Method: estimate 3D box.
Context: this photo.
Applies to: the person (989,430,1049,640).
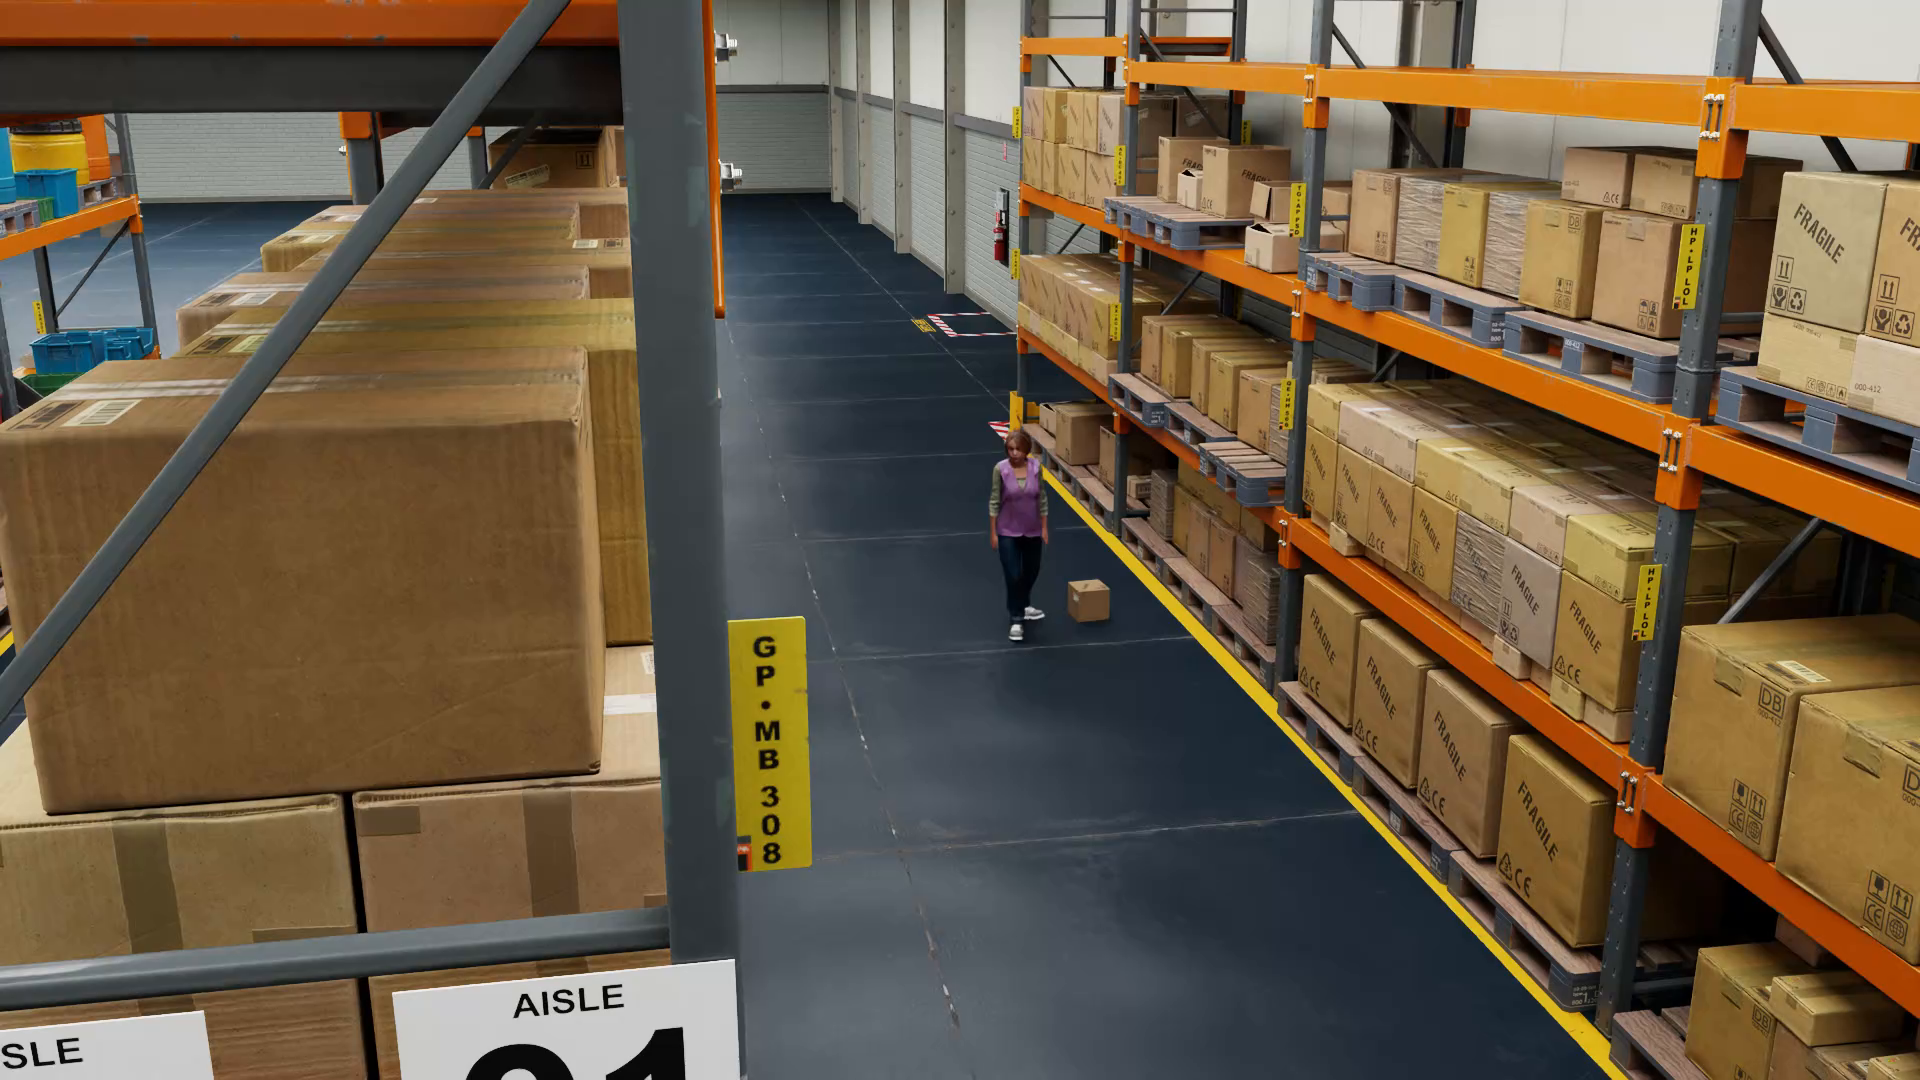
[{"bbox_3d":[0.434,-0.069,12.313,0.475,1.570,0.512,-4,17,-12],"label":"person"}]
